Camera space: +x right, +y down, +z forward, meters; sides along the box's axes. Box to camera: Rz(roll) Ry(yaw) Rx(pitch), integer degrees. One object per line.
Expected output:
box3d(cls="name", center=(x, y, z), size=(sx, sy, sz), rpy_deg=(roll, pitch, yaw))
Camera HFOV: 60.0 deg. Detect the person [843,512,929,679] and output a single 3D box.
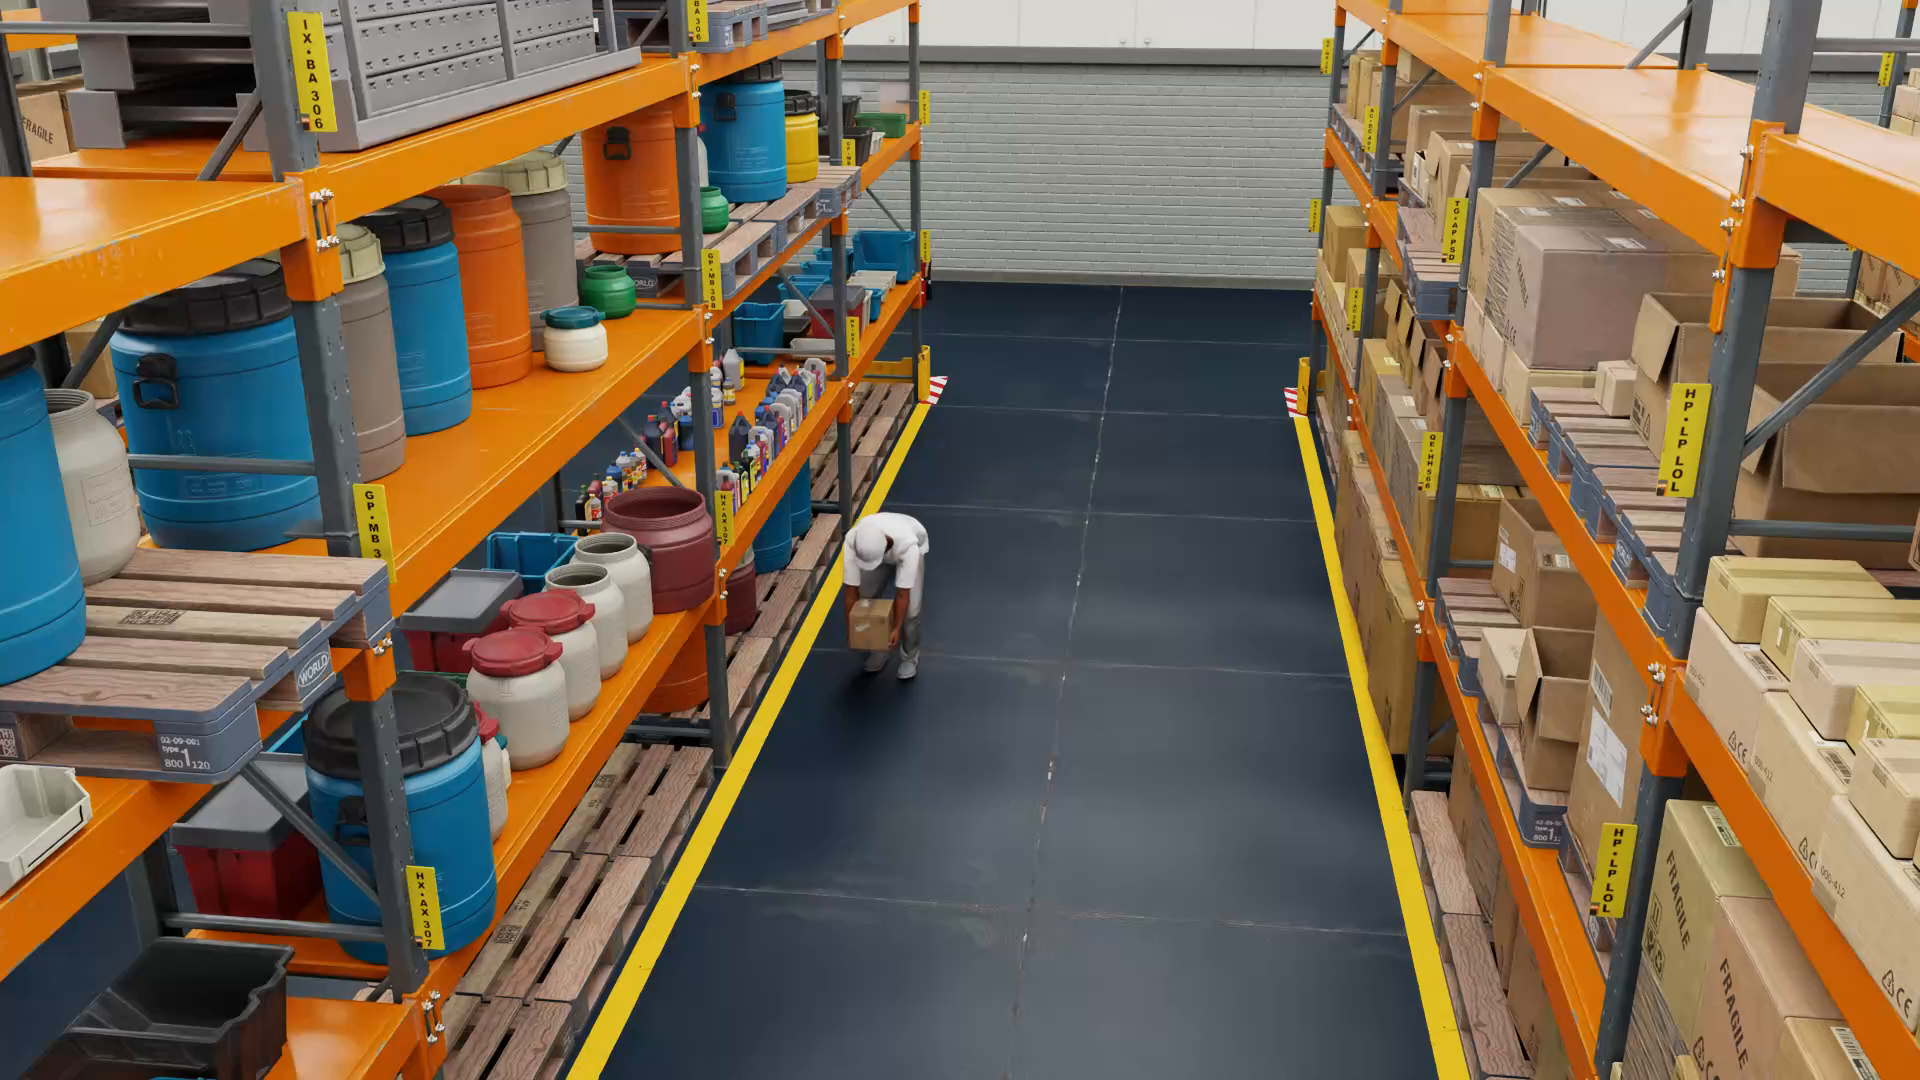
box3d(cls="person", center=(-0.479, 0.356, 10.867), size=(0.498, 1.230, 0.946), rpy_deg=(5, 22, 13))
